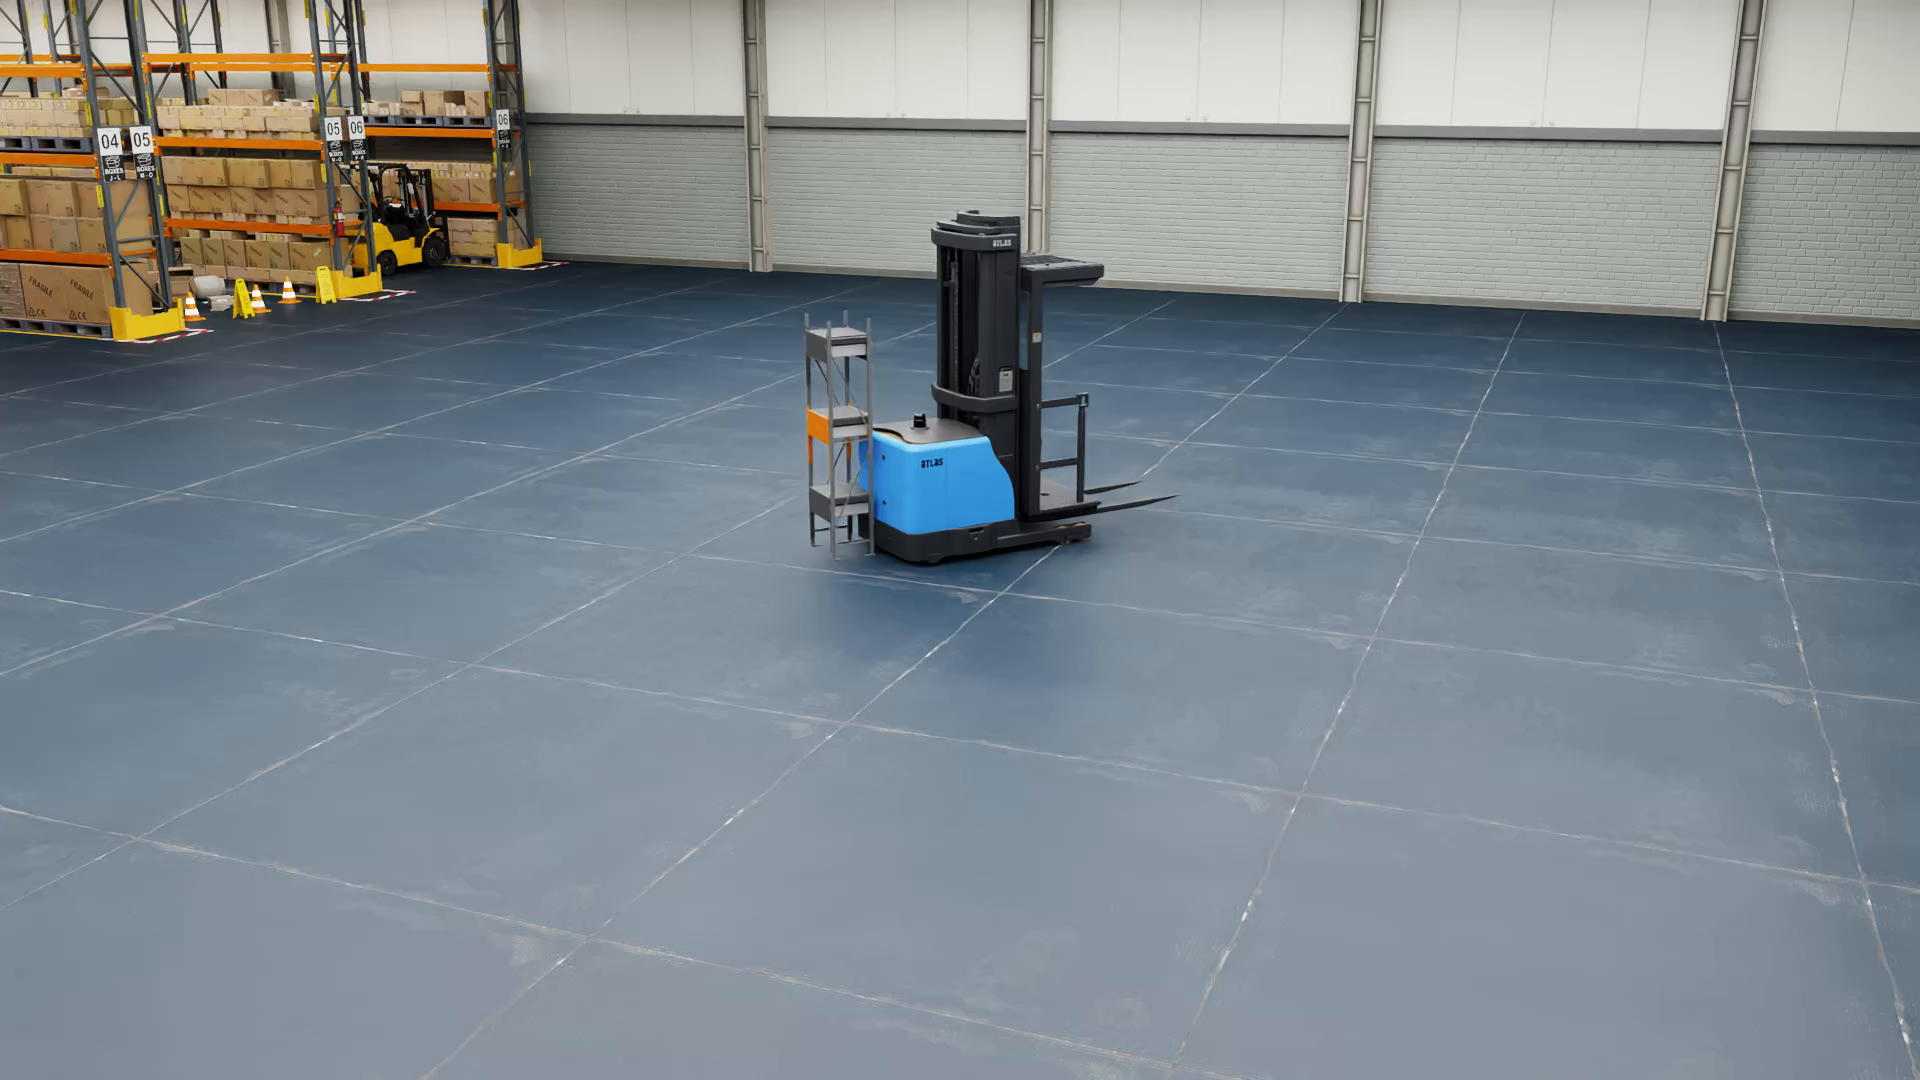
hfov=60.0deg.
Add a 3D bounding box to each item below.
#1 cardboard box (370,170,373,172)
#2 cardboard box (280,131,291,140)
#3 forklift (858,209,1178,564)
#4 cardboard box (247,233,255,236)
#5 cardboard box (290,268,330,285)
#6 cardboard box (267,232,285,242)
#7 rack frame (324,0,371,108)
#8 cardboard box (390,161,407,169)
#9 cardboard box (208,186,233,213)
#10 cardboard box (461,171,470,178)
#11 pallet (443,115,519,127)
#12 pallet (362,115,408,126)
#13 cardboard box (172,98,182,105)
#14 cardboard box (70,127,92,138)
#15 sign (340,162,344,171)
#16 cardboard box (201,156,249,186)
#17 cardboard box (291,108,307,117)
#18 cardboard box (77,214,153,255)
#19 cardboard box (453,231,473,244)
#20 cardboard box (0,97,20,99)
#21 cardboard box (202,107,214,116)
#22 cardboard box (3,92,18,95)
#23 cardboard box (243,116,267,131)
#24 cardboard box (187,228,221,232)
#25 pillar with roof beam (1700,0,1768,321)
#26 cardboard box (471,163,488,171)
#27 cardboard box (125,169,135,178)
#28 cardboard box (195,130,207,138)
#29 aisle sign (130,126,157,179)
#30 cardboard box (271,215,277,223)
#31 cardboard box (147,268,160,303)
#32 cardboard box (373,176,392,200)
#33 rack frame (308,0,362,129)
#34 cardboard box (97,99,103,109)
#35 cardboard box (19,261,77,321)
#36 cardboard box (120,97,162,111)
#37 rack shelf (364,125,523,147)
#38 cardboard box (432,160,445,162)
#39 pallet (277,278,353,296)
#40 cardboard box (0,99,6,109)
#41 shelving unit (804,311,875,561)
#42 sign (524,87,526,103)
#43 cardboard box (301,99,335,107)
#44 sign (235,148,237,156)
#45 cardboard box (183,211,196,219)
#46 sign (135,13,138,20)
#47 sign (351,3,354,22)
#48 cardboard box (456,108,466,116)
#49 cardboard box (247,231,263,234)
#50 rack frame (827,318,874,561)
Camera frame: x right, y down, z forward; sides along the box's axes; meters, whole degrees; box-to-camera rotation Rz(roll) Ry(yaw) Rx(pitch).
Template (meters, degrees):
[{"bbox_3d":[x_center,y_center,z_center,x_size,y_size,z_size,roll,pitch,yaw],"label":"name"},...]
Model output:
[{"bbox_3d":[-12.637,-7.936,35.788,0.250,0.149,0.380,7,17,22],"label":"cardboard box"},{"bbox_3d":[-12.089,-7.344,30.160,0.250,0.149,0.380,7,18,22],"label":"cardboard box"},{"bbox_3d":[0.608,-1.484,15.029,3.031,2.935,1.130,-9,19,-29],"label":"forklift"},{"bbox_3d":[-13.774,-5.615,31.968,0.500,0.500,0.500,7,17,22],"label":"cardboard box"},{"bbox_3d":[-12.049,-4.903,30.863,0.500,0.250,0.500,6,17,20],"label":"cardboard box"},{"bbox_3d":[-12.616,-5.621,30.825,0.250,0.149,0.380,7,17,22],"label":"cardboard box"},{"bbox_3d":[-13.079,-10.585,35.494,0.127,3.000,1.000,6,17,21],"label":"rack frame"},{"bbox_3d":[-11.921,-7.997,35.464,0.250,0.149,0.380,6,17,20],"label":"cardboard box"},{"bbox_3d":[-13.652,-6.390,31.090,0.500,0.500,0.500,6,17,20],"label":"cardboard box"},{"bbox_3d":[-10.251,-7.678,34.898,0.250,0.149,0.380,7,17,22],"label":"cardboard box"},{"bbox_3d":[-10.006,-8.772,34.787,1.213,0.211,1.003,6,17,21],"label":"pallet"},{"bbox_3d":[-12.276,-9.021,35.647,1.213,0.211,1.003,6,17,21],"label":"pallet"},{"bbox_3d":[-17.434,-9.829,37.289,0.250,0.149,0.380,6,17,19],"label":"cardboard box"},{"bbox_3d":[-13.332,-6.228,25.386,0.250,0.149,0.380,6,17,21],"label":"cardboard box"},{"bbox_3d":[-13.269,-8.080,35.692,0.005,0.325,0.100,6,17,21],"label":"sign"},{"bbox_3d":[-13.643,-6.870,30.950,0.500,0.500,0.700,6,17,19],"label":"cardboard box"},{"bbox_3d":[-11.825,-7.704,29.971,0.250,0.149,0.380,7,17,22],"label":"cardboard box"},{"bbox_3d":[-13.260,-4.811,26.096,0.550,0.550,0.875,6,17,21],"label":"cardboard box"},{"bbox_3d":[-10.388,-6.439,35.254,0.500,0.250,0.500,6,17,20],"label":"cardboard box"},{"bbox_3d":[-15.219,-7.016,26.669,0.250,0.149,0.380,6,17,21],"label":"cardboard box"},{"bbox_3d":[-13.745,-7.908,30.672,0.250,0.149,0.380,6,17,19],"label":"cardboard box"},{"bbox_3d":[-22.023,-10.367,38.960,0.500,0.250,0.500,7,17,22],"label":"cardboard box"},{"bbox_3d":[-12.702,-7.604,30.343,0.500,0.250,0.500,7,18,22],"label":"cardboard box"},{"bbox_3d":[-17.272,-7.102,37.986,0.500,0.500,0.500,7,18,22],"label":"cardboard box"},{"bbox_3d":[11.072,-6.909,22.832,0.400,9.000,9.100,6,17,21],"label":"pillar with roof beam"},{"bbox_3d":[-10.009,-7.796,34.772,0.250,0.149,0.380,6,17,21],"label":"cardboard box"},{"bbox_3d":[-15.872,-6.847,31.912,0.500,0.500,0.500,6,17,21],"label":"cardboard box"},{"bbox_3d":[-13.984,-7.567,30.928,0.250,0.149,0.380,7,18,22],"label":"cardboard box"},{"bbox_3d":[-12.722,-6.032,25.908,0.004,0.787,0.394,6,17,21],"label":"aisle sign"},{"bbox_3d":[-12.546,-5.979,30.840,0.250,0.149,0.380,7,17,21],"label":"cardboard box"},{"bbox_3d":[-14.612,-4.490,29.493,0.503,0.637,0.797,6,17,21],"label":"cardboard box"},{"bbox_3d":[-12.271,-7.590,35.758,0.500,0.500,0.500,7,17,22],"label":"cardboard box"},{"bbox_3d":[-11.176,-8.888,29.648,0.127,3.000,1.000,6,17,21],"label":"rack frame"},{"bbox_3d":[-13.324,-6.808,25.951,0.250,0.149,0.380,6,17,21],"label":"cardboard box"},{"bbox_3d":[-14.372,-4.036,26.753,0.875,0.875,0.875,6,17,20],"label":"cardboard box"},{"bbox_3d":[-15.483,-8.253,31.459,0.500,0.250,0.500,7,17,22],"label":"cardboard box"},{"bbox_3d":[-11.218,-8.594,35.307,4.000,0.370,1.077,6,17,21],"label":"rack shelf"},{"bbox_3d":[-11.268,-8.079,35.744,0.250,0.149,0.380,7,18,22],"label":"cardboard box"},{"bbox_3d":[-11.989,-4.768,31.218,1.213,0.211,1.003,6,17,21],"label":"pallet"},{"bbox_3d":[-14.755,-6.768,25.813,0.250,0.149,0.380,6,17,21],"label":"cardboard box"},{"bbox_3d":[-1.051,-0.910,14.543,0.431,2.100,0.503,-8,18,-26],"label":"shelving unit"},{"bbox_3d":[-9.149,-9.336,34.863,0.005,0.325,0.100,6,17,21],"label":"sign"},{"bbox_3d":[-13.842,-9.362,35.889,0.500,0.311,0.500,6,17,19],"label":"cardboard box"},{"bbox_3d":[-16.599,-8.813,38.075,0.005,0.325,0.100,6,17,21],"label":"sign"},{"bbox_3d":[-14.467,-6.168,31.489,0.250,0.149,0.380,7,18,22],"label":"cardboard box"},{"bbox_3d":[-15.095,-9.677,30.408,0.005,0.325,0.100,6,17,21],"label":"sign"},{"bbox_3d":[-10.977,-9.515,29.992,0.005,0.325,0.100,6,17,21],"label":"sign"},{"bbox_3d":[-10.240,-8.870,34.486,0.250,0.149,0.380,6,17,19],"label":"cardboard box"},{"bbox_3d":[-15.614,-7.042,37.557,0.625,0.625,0.875,7,18,22],"label":"cardboard box"},{"bbox_3d":[-0.939,-0.850,14.334,0.400,2.100,0.015,-8,18,-26],"label":"rack frame"}]
